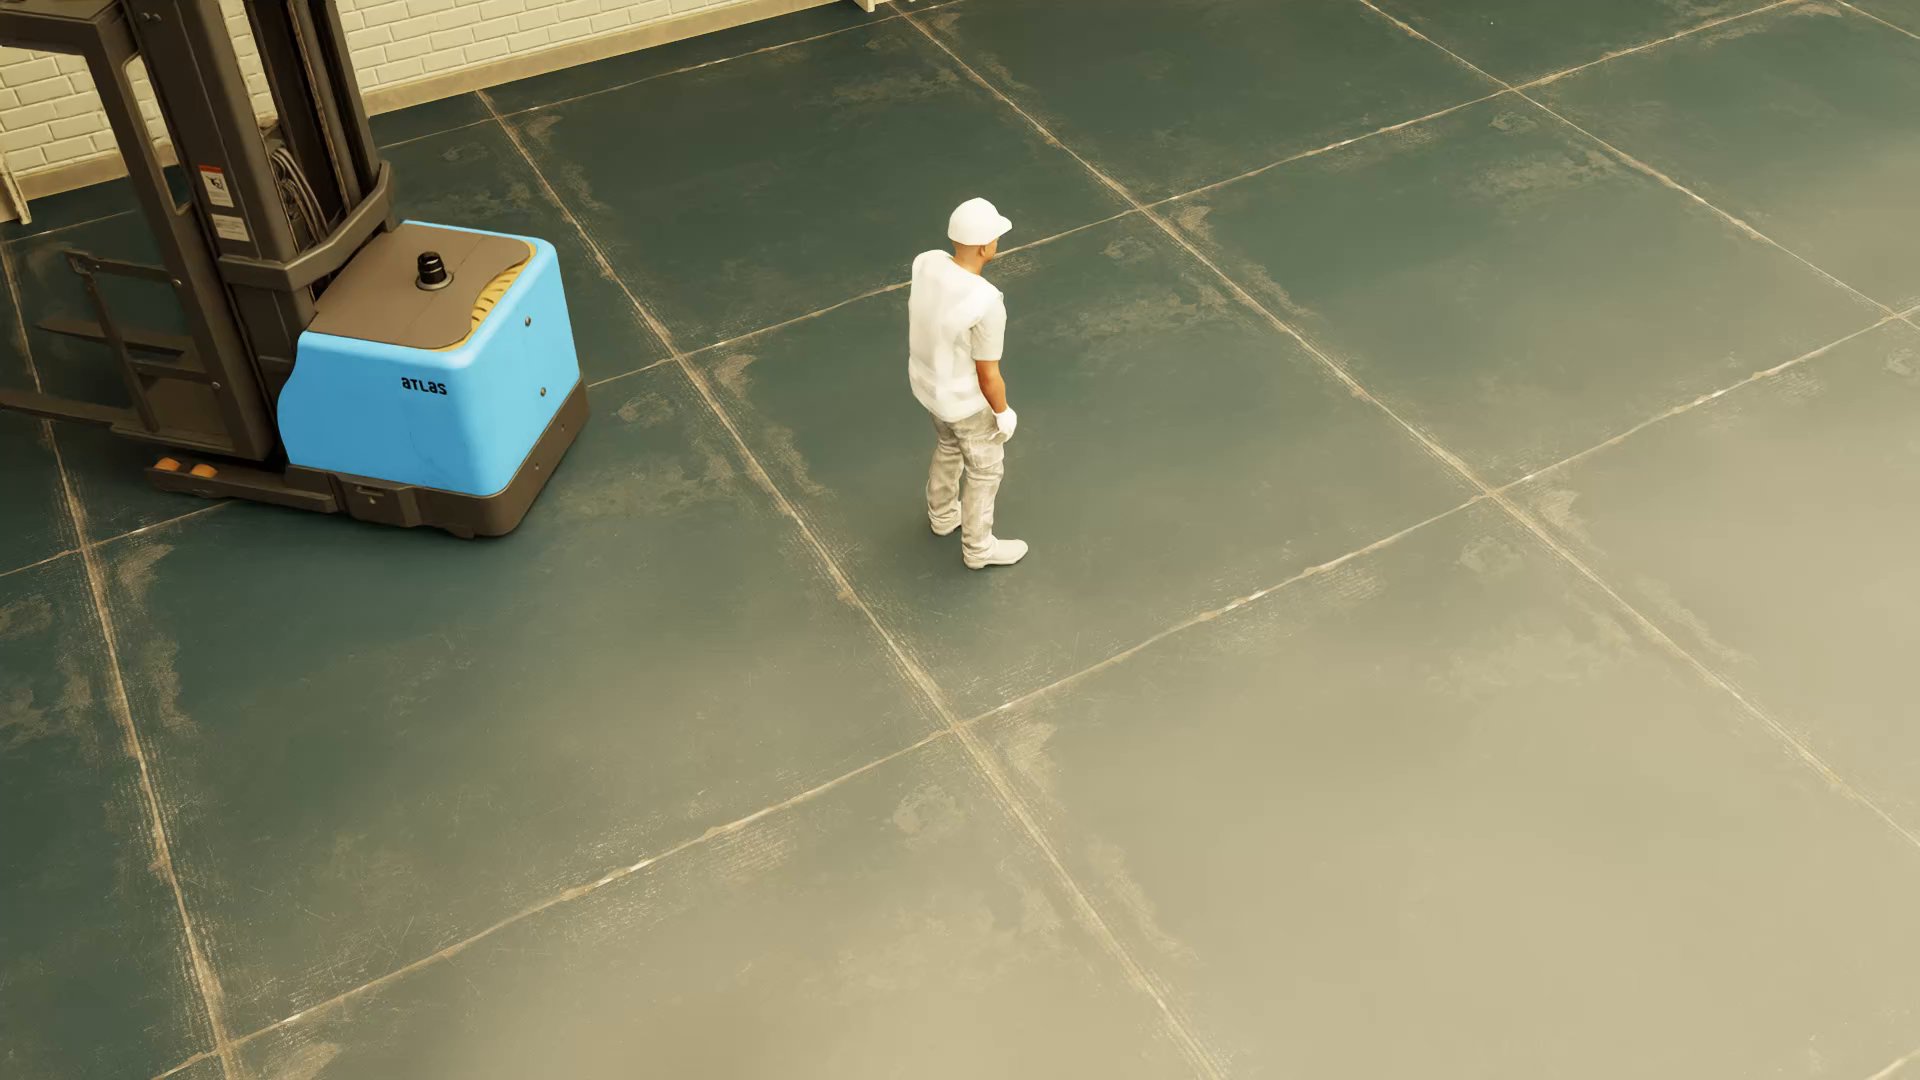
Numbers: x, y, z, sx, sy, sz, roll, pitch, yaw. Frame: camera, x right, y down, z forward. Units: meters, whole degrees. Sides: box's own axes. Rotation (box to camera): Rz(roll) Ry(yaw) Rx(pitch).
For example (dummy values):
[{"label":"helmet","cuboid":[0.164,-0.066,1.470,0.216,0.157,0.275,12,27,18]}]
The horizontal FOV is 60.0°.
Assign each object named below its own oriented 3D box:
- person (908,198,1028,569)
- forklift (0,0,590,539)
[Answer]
[{"label":"person","cuboid":[0.024,-0.672,7.277,0.449,1.773,0.620,-24,48,-24]},{"label":"forklift","cuboid":[-3.452,-1.615,7.439,3.031,2.935,1.130,9,44,10]}]
